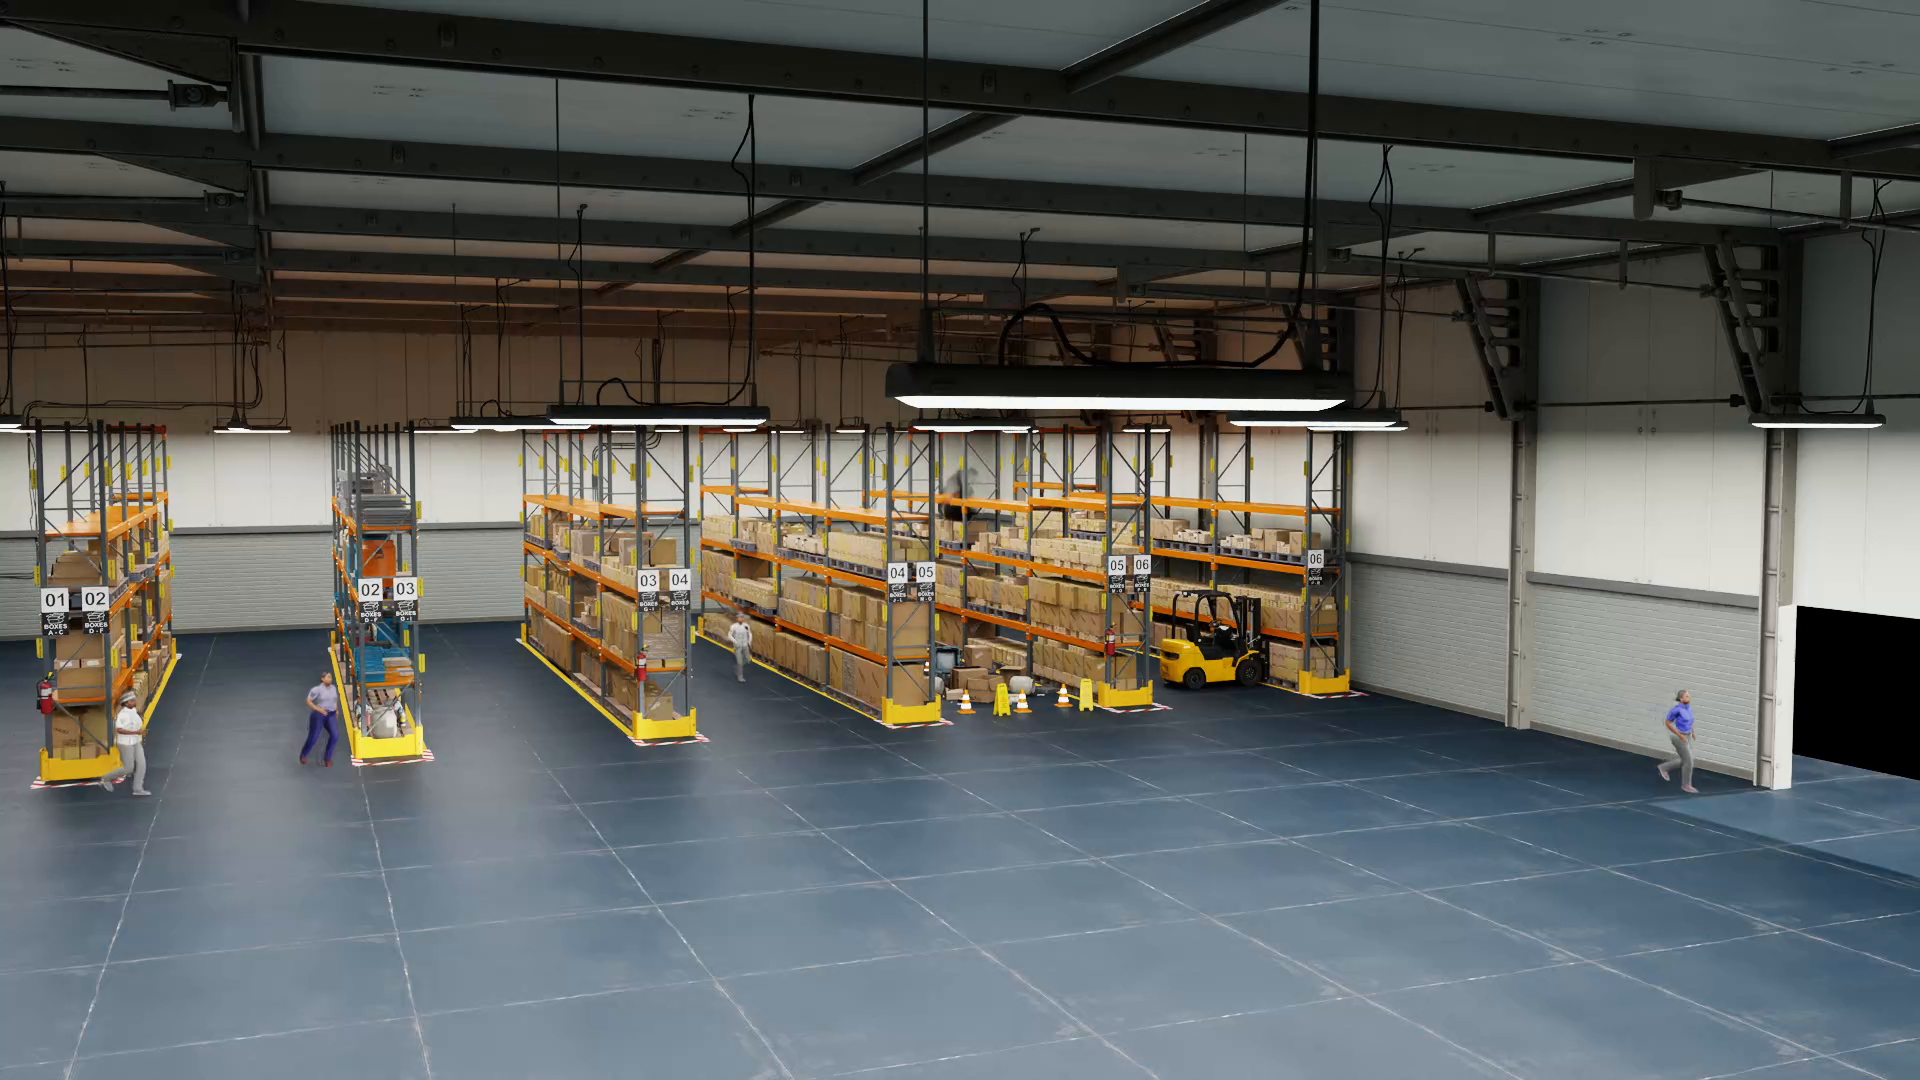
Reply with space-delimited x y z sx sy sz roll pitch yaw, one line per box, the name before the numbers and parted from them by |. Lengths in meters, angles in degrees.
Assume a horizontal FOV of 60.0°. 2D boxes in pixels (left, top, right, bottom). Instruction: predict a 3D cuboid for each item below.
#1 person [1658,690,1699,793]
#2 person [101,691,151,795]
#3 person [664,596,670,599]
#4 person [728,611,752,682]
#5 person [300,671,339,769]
person | 11.644 3.237 26.963 0.589 1.642 0.734 -3 5 -39
person | -13.229 3.230 26.421 0.742 1.668 0.581 0 4 2
person | -8.474 1.949 46.949 0.784 1.667 0.551 -1 4 -17
person | -5.089 2.476 38.703 0.592 1.651 0.519 -2 4 -26
person | -11.076 3.128 28.925 0.696 1.658 0.690 3 5 39
